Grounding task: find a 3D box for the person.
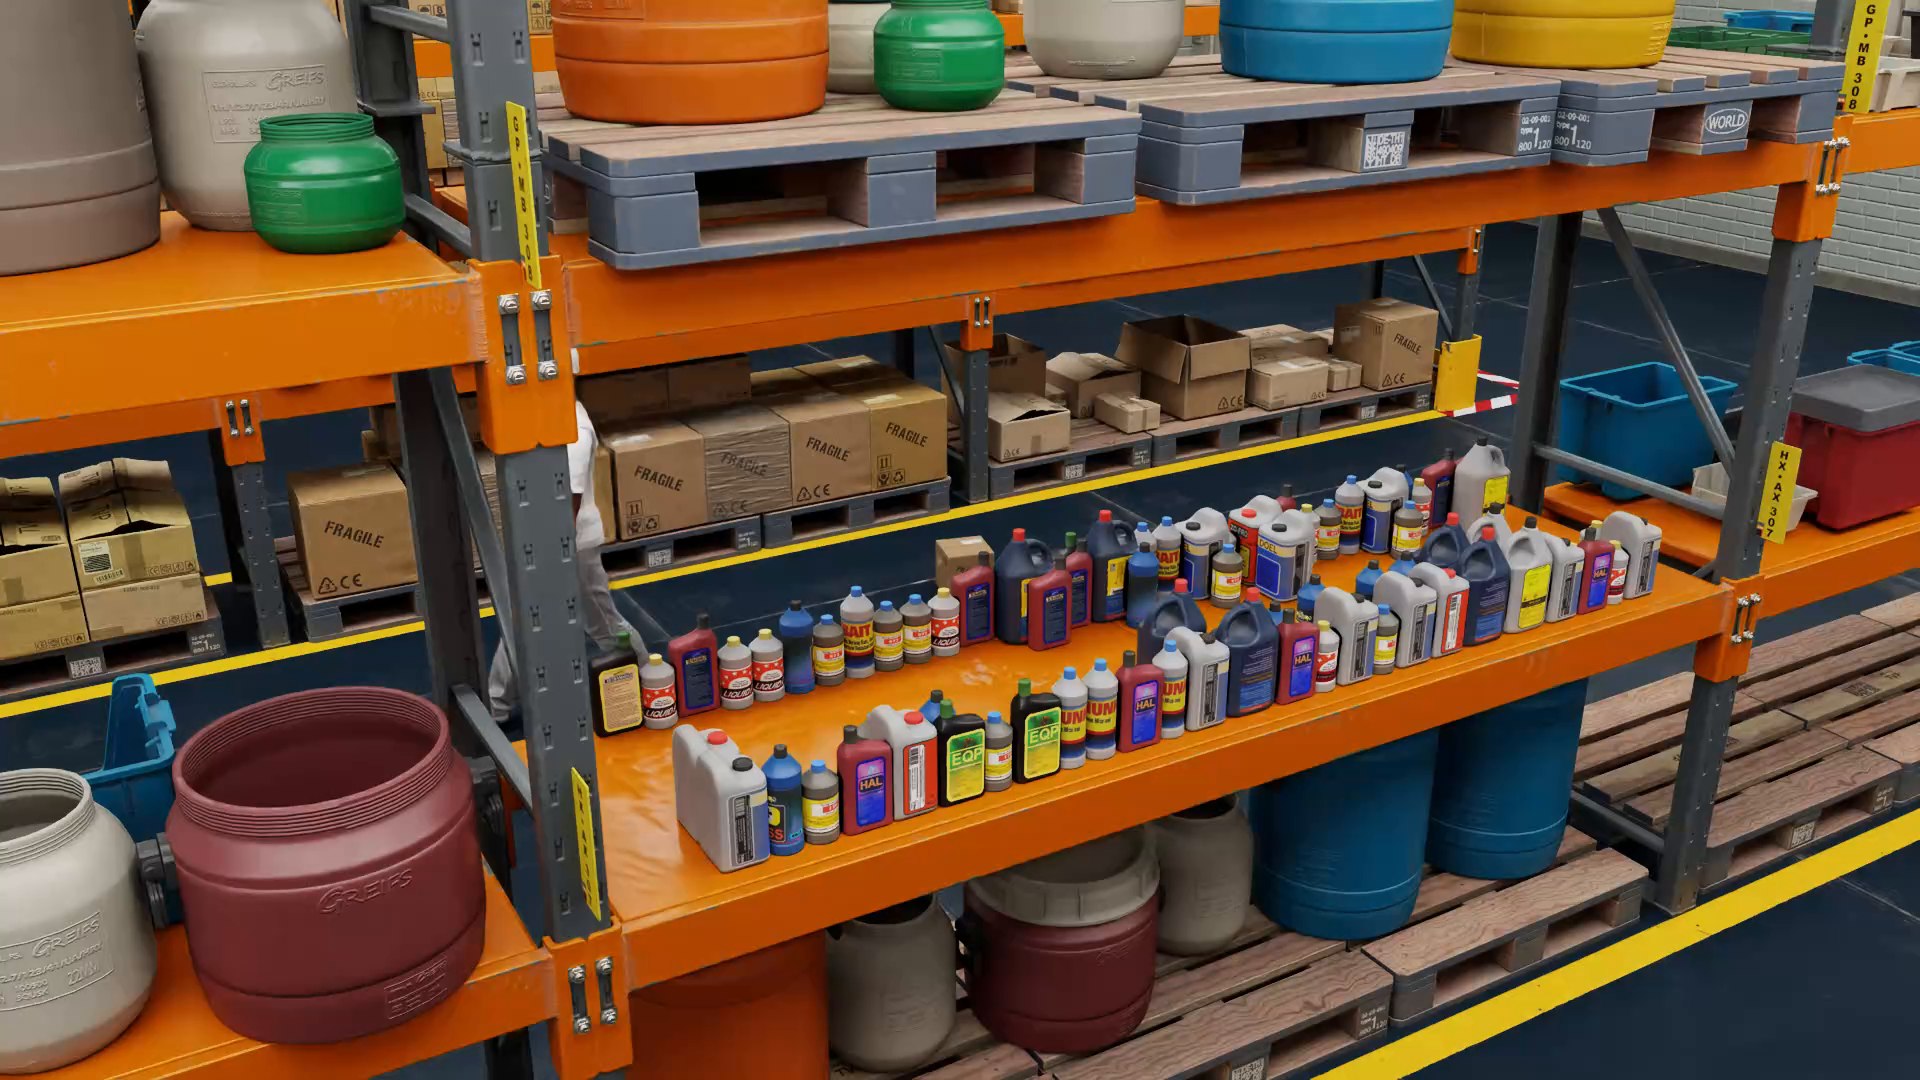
[{"bbox_3d":[-1.773,0.000,7.000,0.973,1.715,0.624,-10,24,-23],"label":"person"}]
